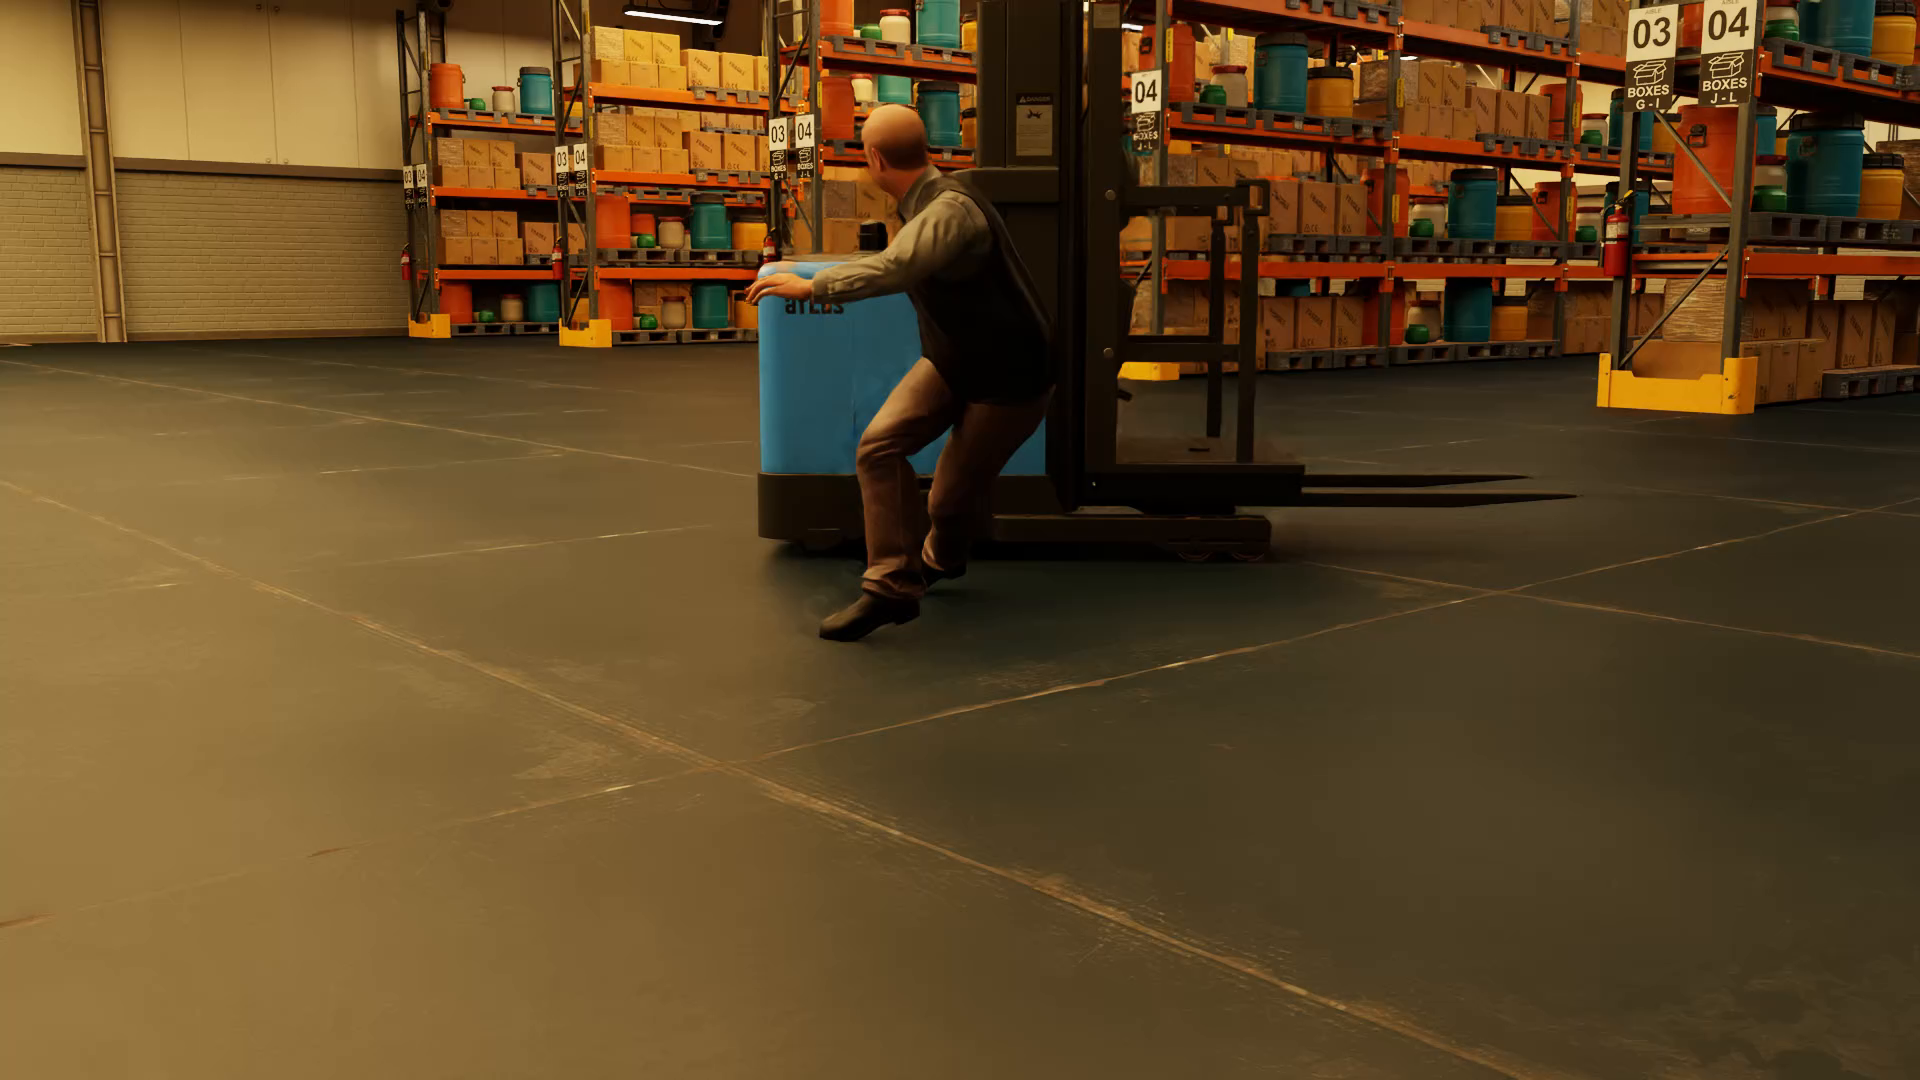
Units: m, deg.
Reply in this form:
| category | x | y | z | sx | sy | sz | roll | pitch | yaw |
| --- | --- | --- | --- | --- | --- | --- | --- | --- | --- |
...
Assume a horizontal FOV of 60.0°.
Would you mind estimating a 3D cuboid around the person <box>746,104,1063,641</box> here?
| category | x | y | z | sx | sy | sz | roll | pitch | yaw |
| --- | --- | --- | --- | --- | --- | --- | --- | --- | --- |
| person | -0.231 | -0.486 | 4.834 | 1.003 | 1.495 | 0.943 | -6 | 11 | -34 |

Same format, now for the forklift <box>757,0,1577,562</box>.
| category | x | y | z | sx | sy | sz | roll | pitch | yaw |
| --- | --- | --- | --- | --- | --- | --- | --- | --- | --- |
| forklift | 0.781 | -1.452 | 6.335 | 3.031 | 2.935 | 1.130 | 0 | 9 | 2 |
